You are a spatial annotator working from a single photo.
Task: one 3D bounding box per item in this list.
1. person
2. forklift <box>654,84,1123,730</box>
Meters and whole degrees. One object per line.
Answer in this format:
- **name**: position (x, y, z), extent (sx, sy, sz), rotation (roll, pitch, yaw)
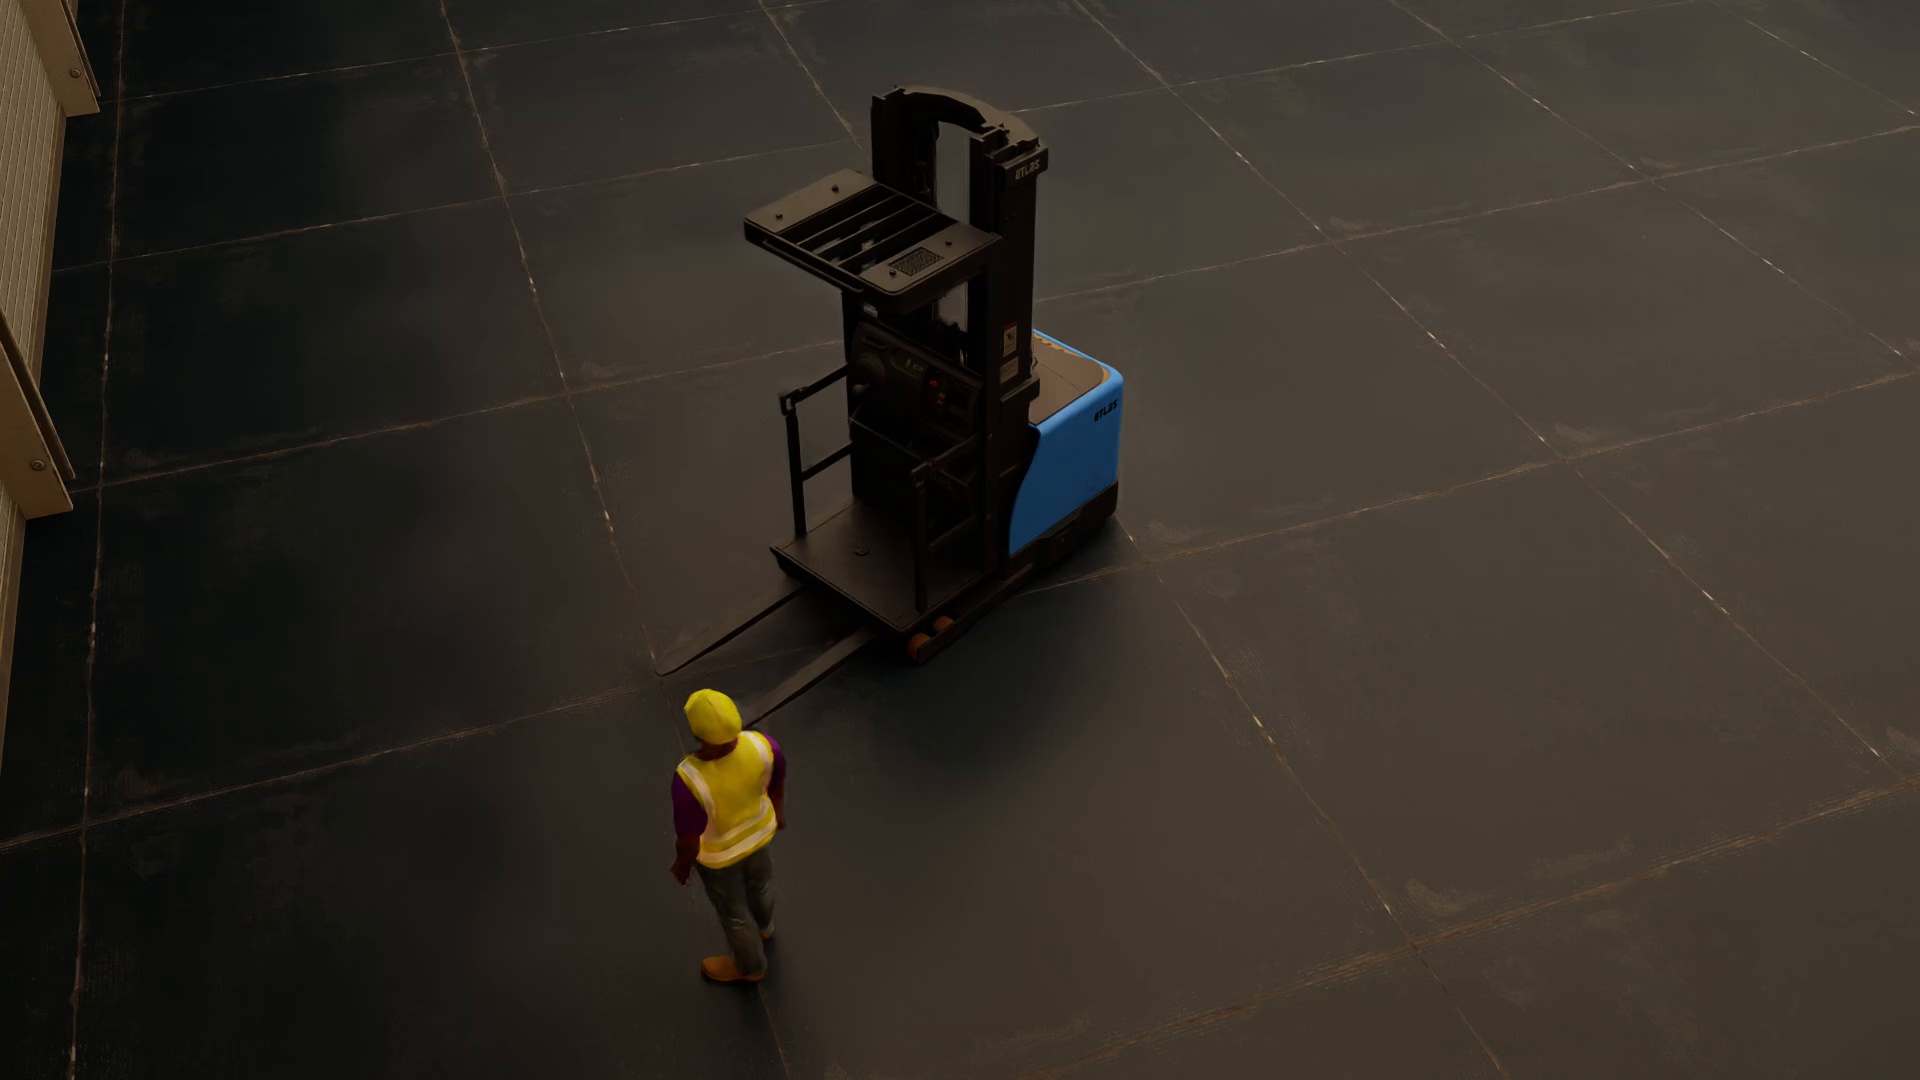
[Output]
- **person**: position (-1.065, 1.279, 7.383), extent (0.560, 1.769, 0.485), rotation (-28, 48, -29)
- **forklift**: position (-0.395, -0.801, 8.950), extent (1.130, 2.935, 3.031), rotation (31, 49, 32)
